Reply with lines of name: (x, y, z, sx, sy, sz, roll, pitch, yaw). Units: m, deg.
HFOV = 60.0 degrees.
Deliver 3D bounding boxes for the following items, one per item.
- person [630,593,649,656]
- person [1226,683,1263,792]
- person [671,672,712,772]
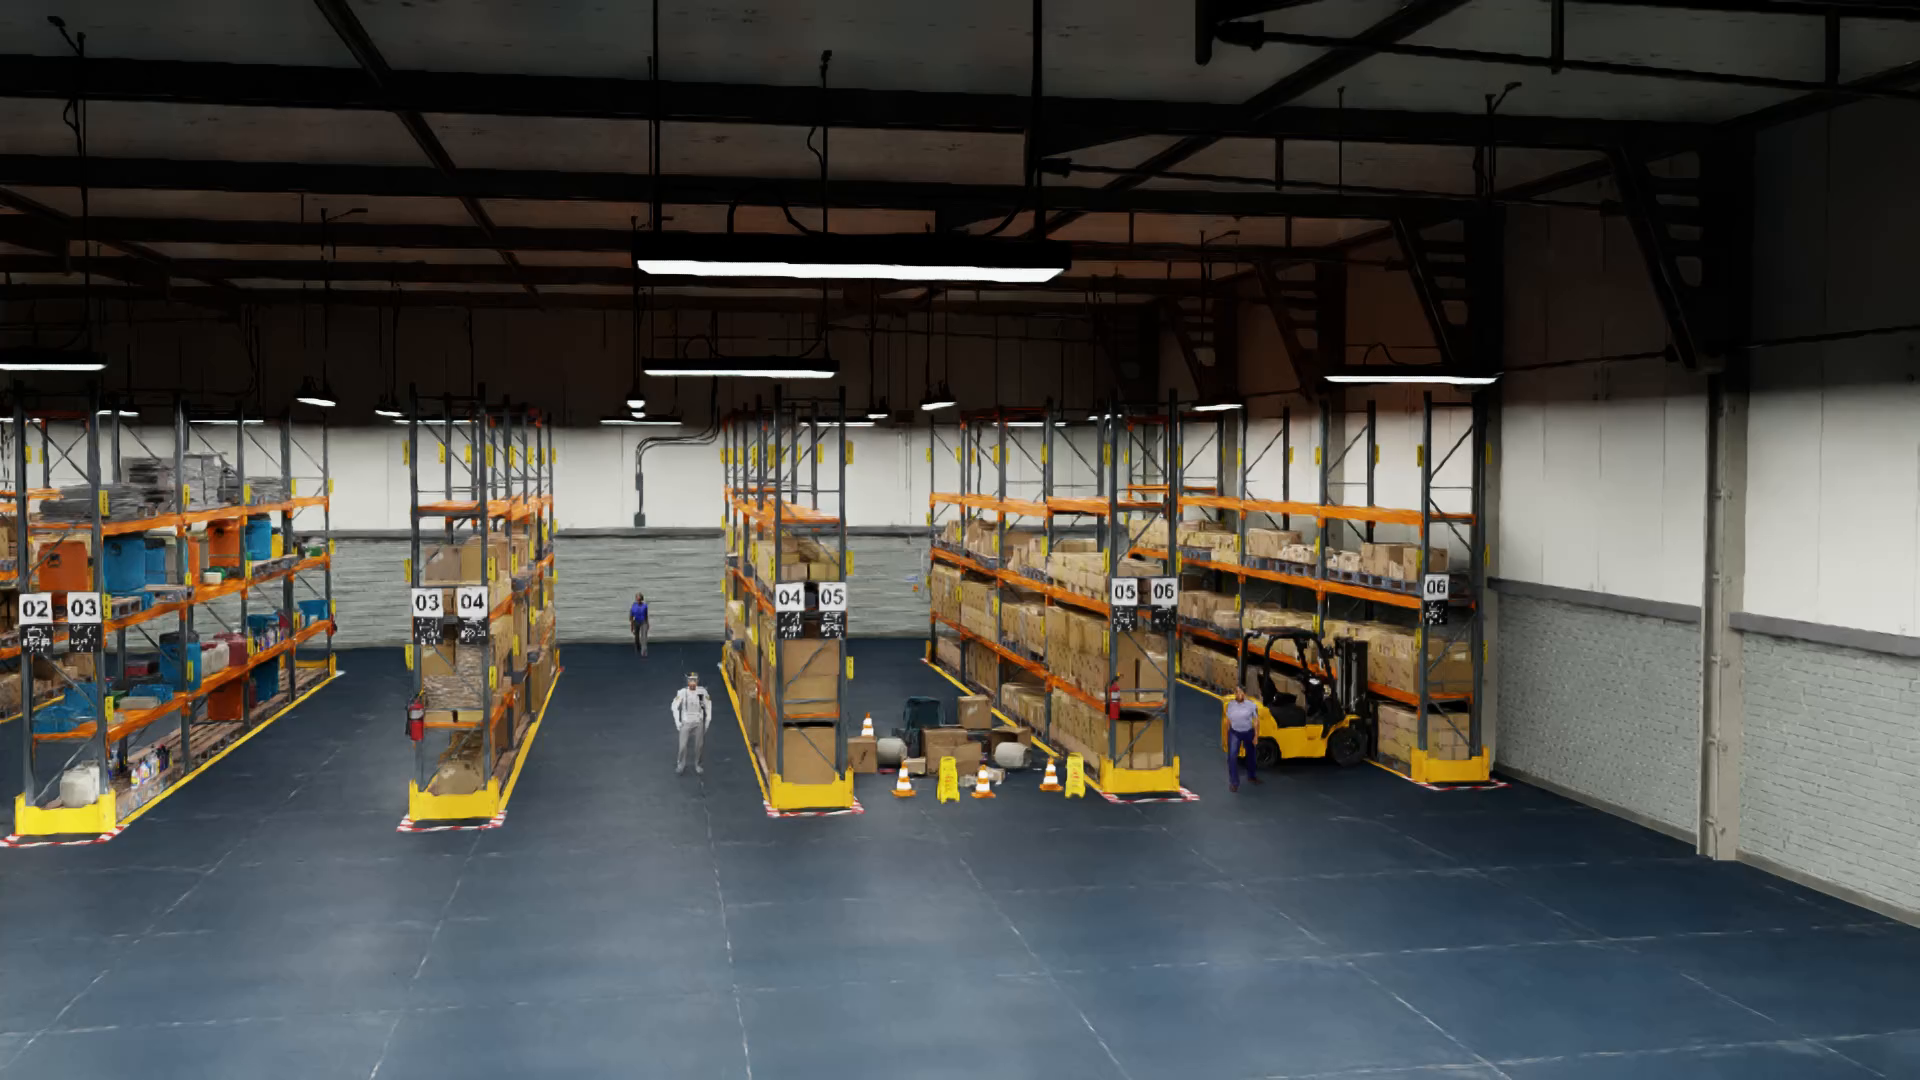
person: (-8.012, 2.096, 41.543, 0.447, 1.570, 1.088, 0, 3, -8)
person: (4.252, 2.943, 24.910, 0.543, 1.591, 0.880, 1, 3, 14)
person: (-4.222, 2.867, 26.217, 0.639, 1.628, 0.512, -1, 3, -13)
